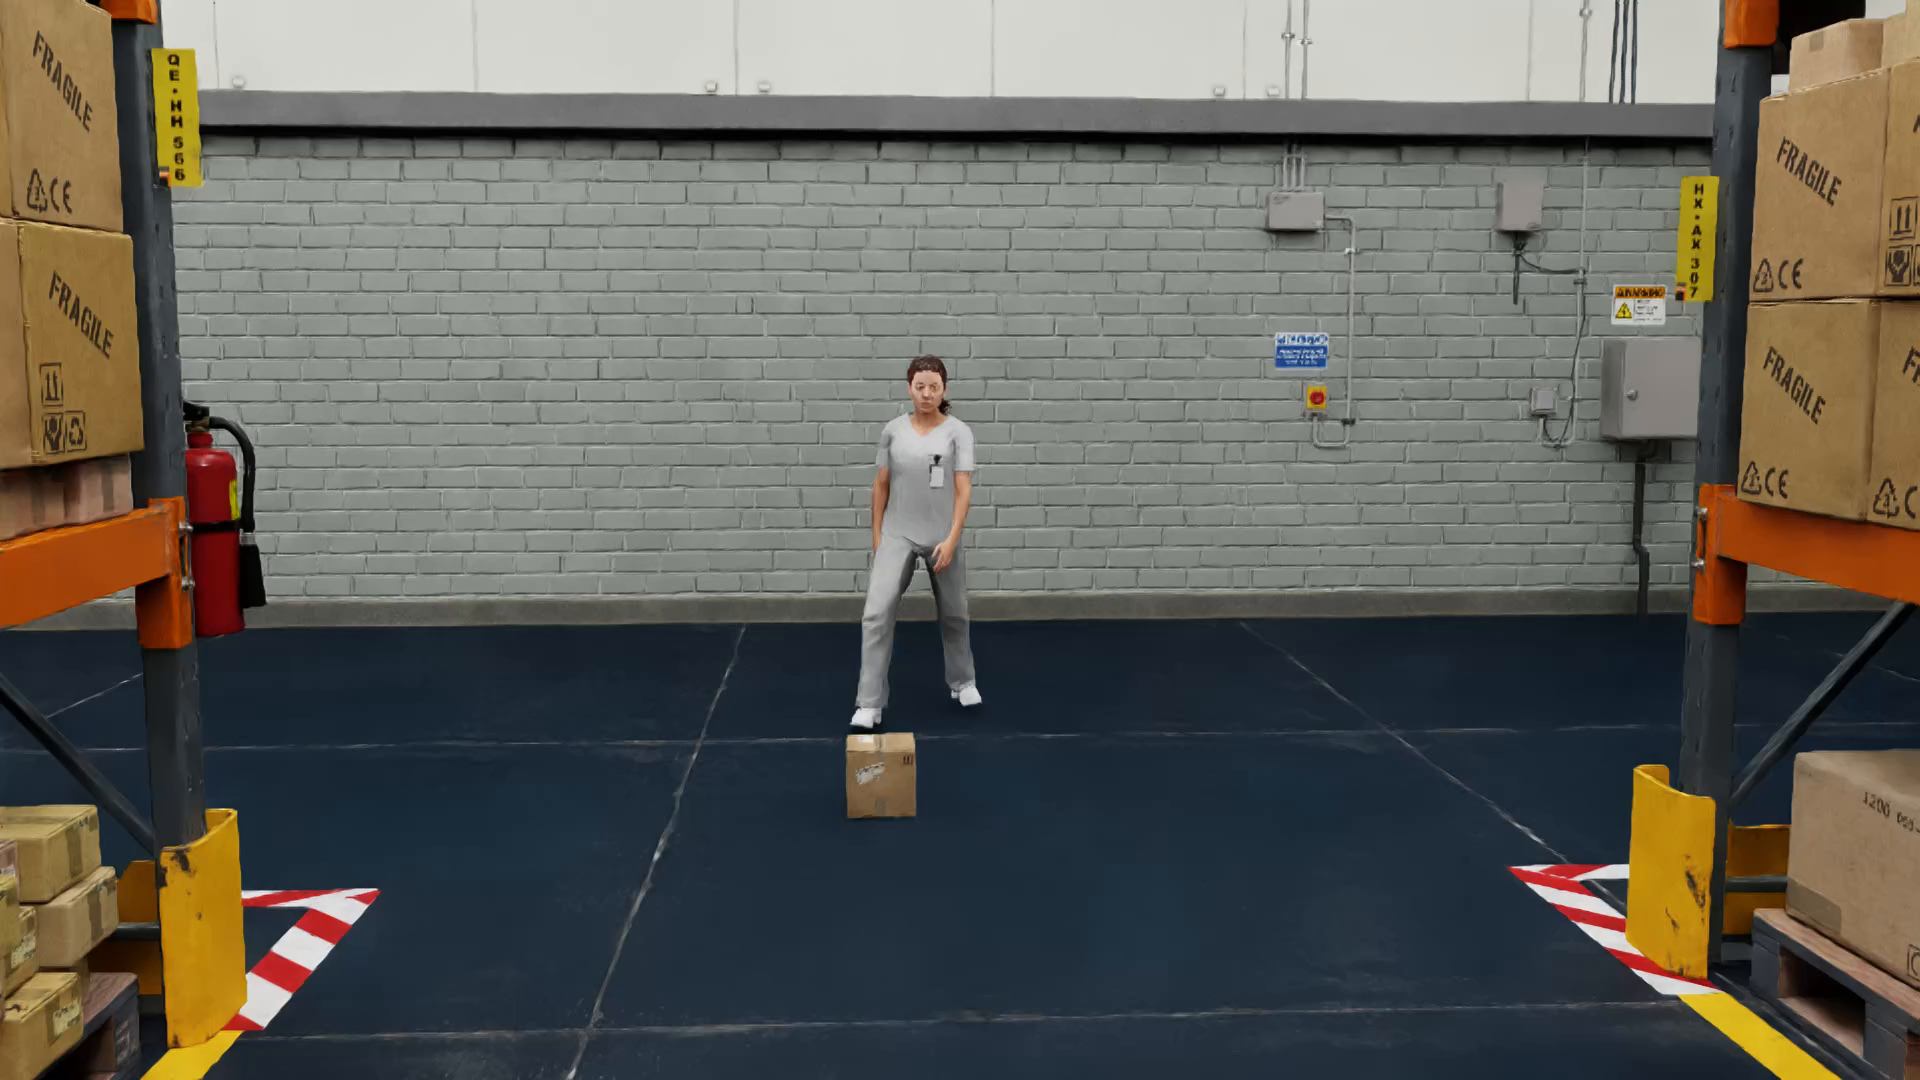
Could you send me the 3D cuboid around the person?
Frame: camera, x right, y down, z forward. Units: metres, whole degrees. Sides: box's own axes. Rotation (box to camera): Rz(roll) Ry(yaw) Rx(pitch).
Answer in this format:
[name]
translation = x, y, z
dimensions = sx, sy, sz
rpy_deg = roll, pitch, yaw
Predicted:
[person]
translation = -0.179, 0.001, 7.437
dimensions = 0.534, 1.611, 0.788
rpy_deg = 1, 7, 6
